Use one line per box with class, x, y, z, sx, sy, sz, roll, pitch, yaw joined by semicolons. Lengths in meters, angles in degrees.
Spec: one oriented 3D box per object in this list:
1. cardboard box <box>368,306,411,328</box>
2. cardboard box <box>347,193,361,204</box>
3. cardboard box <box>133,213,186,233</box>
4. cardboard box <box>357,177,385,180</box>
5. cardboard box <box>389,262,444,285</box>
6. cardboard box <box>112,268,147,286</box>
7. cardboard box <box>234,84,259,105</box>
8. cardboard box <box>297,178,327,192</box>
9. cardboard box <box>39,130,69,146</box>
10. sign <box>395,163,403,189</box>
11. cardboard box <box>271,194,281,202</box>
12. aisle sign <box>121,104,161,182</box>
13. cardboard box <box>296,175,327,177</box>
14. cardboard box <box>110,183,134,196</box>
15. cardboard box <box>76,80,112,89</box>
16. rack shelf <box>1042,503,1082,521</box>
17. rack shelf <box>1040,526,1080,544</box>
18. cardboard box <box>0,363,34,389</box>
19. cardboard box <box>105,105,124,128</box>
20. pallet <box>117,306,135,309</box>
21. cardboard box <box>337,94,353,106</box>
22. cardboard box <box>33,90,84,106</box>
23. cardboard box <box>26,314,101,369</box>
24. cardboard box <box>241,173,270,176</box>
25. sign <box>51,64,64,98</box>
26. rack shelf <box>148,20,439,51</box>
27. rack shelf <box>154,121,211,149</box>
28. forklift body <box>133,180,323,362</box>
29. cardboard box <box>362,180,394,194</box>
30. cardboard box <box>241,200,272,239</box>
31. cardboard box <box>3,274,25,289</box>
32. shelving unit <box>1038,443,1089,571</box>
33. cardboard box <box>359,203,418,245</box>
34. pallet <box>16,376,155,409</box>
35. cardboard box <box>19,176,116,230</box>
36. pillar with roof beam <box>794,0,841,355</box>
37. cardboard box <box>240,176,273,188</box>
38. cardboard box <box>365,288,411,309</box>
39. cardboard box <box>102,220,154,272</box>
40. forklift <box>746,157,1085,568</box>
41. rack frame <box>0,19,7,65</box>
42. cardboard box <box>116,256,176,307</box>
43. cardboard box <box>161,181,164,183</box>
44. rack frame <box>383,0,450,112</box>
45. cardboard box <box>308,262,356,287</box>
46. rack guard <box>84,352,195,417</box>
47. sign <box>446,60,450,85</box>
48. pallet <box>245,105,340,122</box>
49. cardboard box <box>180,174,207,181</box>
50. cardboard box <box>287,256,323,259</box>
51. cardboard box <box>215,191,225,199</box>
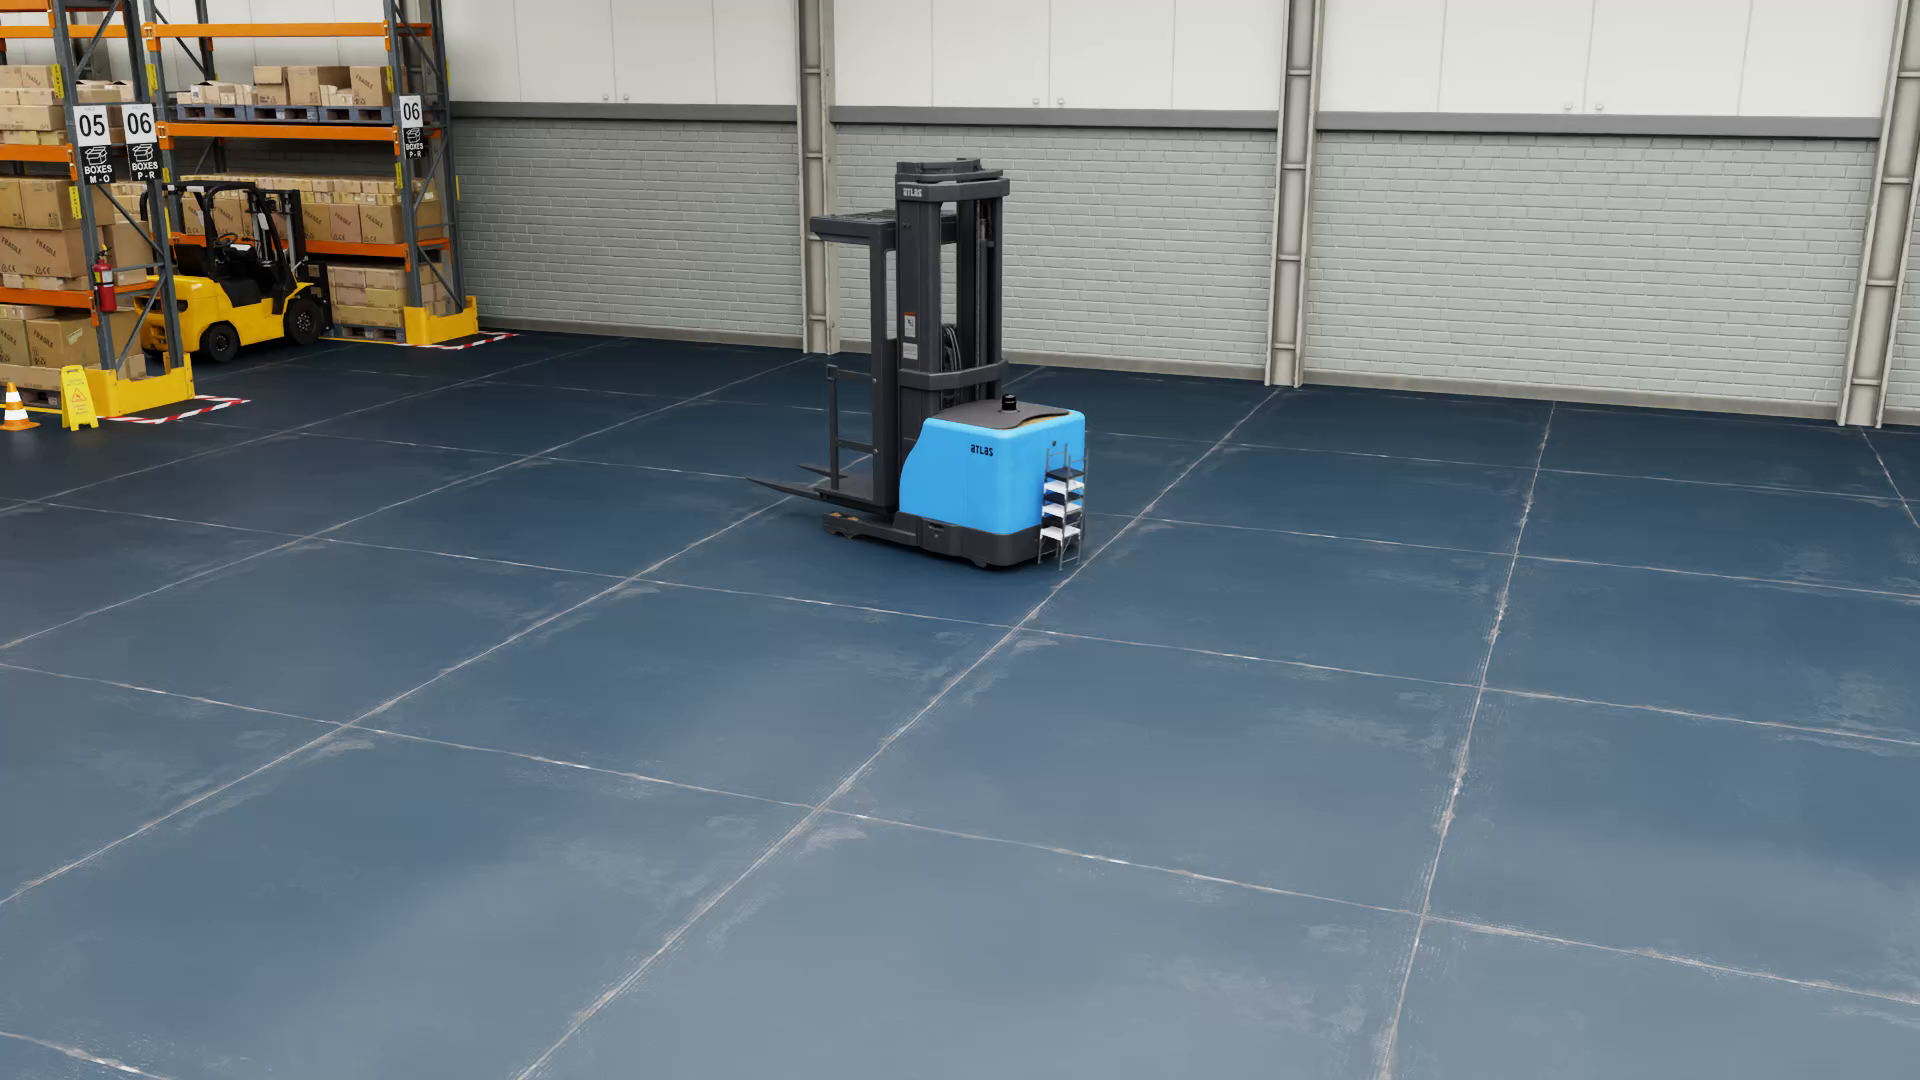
cardboard box;-7.608;-3.037;22.434;0.500;0.250;0.500;6;17;21
cardboard box;-7.948;-4.573;22.203;0.250;0.149;0.380;7;17;22
cardboard box;-11.341;-4.511;23.601;0.500;0.250;0.500;7;17;22
cardboard box;-7.996;-4.870;22.693;0.250;0.149;0.380;6;17;21
cardboard box;-7.433;-3.650;22.750;0.500;0.250;0.500;6;17;20
cardboard box;-9.113;-2.870;18.130;0.250;0.149;0.380;6;17;21
cardboard box;-9.507;-5.994;22.370;0.258;0.266;0.396;6;17;19
cardboard box;-8.690;-4.779;22.379;0.250;0.149;0.380;7;17;22
cardboard box;-9.308;-4.186;17.283;0.250;0.149;0.380;6;17;21
sign;-7.267;-4.721;21.552;0.005;0.325;0.100;6;17;21
cardboard box;-9.145;-4.695;22.621;0.250;0.149;0.380;6;17;19
aisle sign;-8.702;-4.225;17.683;0.004;0.787;0.394;6;17;21
cardboard box;-8.965;-4.974;23.050;0.250;0.149;0.380;7;18;22
cardboard box;-11.924;-4.989;23.636;0.250;0.149;0.380;6;17;19
cardboard box;-12.253;-6.336;23.465;0.500;0.311;0.500;6;17;19
rack shelf;0.767;-0.214;12.391;0.200;0.077;0.258;19;24;37
rack shelf;0.757;-0.045;12.451;0.200;0.077;0.258;19;24;37
cardboard box;-10.203;-1.851;18.349;0.500;0.250;0.500;6;17;21
cardboard box;-9.243;-4.534;17.767;0.500;0.250;0.500;6;17;20
pallet;-11.476;-3.325;24.249;1.213;0.211;1.003;6;17;21
cardboard box;-7.938;-5.766;21.791;0.250;0.149;0.380;6;17;19
cardboard box;-9.296;-4.563;17.152;0.250;0.149;0.380;6;17;21
cardboard box;-9.714;-2.158;18.060;0.500;0.500;0.500;6;17;21
cardboard box;-9.899;-5.087;23.441;0.250;0.149;0.380;6;17;20
sign;-9.095;-4.626;16.760;0.005;0.325;0.100;6;17;21
rack shelf;-8.916;-6.738;22.251;4.000;0.370;1.077;6;17;21
rack shelf;-12.637;-5.899;24.023;4.000;0.370;1.077;6;17;21
forklift body;-9.489;-3.503;21.383;1.214;2.155;2.313;6;17;21
cardboard box;-7.707;-4.692;22.078;0.250;0.149;0.380;6;17;21
cardboard box;-9.497;-4.434;22.886;0.500;0.500;0.500;6;17;20
cardboard box;-10.057;-2.812;17.930;0.250;0.149;0.380;7;17;22
shelving unit;0.769;-0.246;12.381;0.210;0.900;0.258;19;24;37
cardboard box;-7.609;-4.220;22.151;0.500;0.500;0.500;6;17;19
pallet;-9.687;-1.663;18.524;1.213;0.211;1.003;6;17;21
cardboard box;-9.428;-3.569;17.581;0.500;0.500;0.700;6;17;19
pillar with roof beam;-3.370;-5.646;16.480;0.400;9.000;9.100;6;17;21
cardboard box;-9.619;-4.892;22.769;0.250;0.149;0.380;6;17;20
cardboard box;-7.623;-3.280;22.374;0.500;0.250;0.500;6;17;20
cardboard box;-9.212;-3.214;18.150;0.500;0.500;0.500;6;17;20
forklift;-0.473;-1.522;13.159;3.031;2.935;1.130;14;21;39
rack frame;-14.497;-7.889;24.209;0.127;3.000;1.000;6;17;21
cardboard box;-11.985;-3.792;24.362;0.625;0.625;0.875;6;17;20
cardboard box;-11.487;-5.117;24.077;0.250;0.149;0.380;6;17;20
rack frame;-7.055;-7.071;21.390;0.127;3.000;1.000;6;17;21
cardboard box;-8.548;-3.617;22.639;0.500;0.250;0.500;7;17;21
rack guard;-8.944;-1.710;18.166;0.348;0.500;1.175;6;17;21
sign;-6.846;-6.232;22.169;0.005;0.325;0.100;6;17;21
pallet;-8.842;-5.791;22.521;1.213;0.211;1.003;6;17;21
cardboard box;-10.589;-4.992;23.113;0.250;0.149;0.380;7;17;22
cardboard box;-9.305;-3.857;23.465;0.500;0.250;0.500;6;17;21
cardboard box;-10.082;-4.812;23.027;0.250;0.149;0.380;6;17;21
